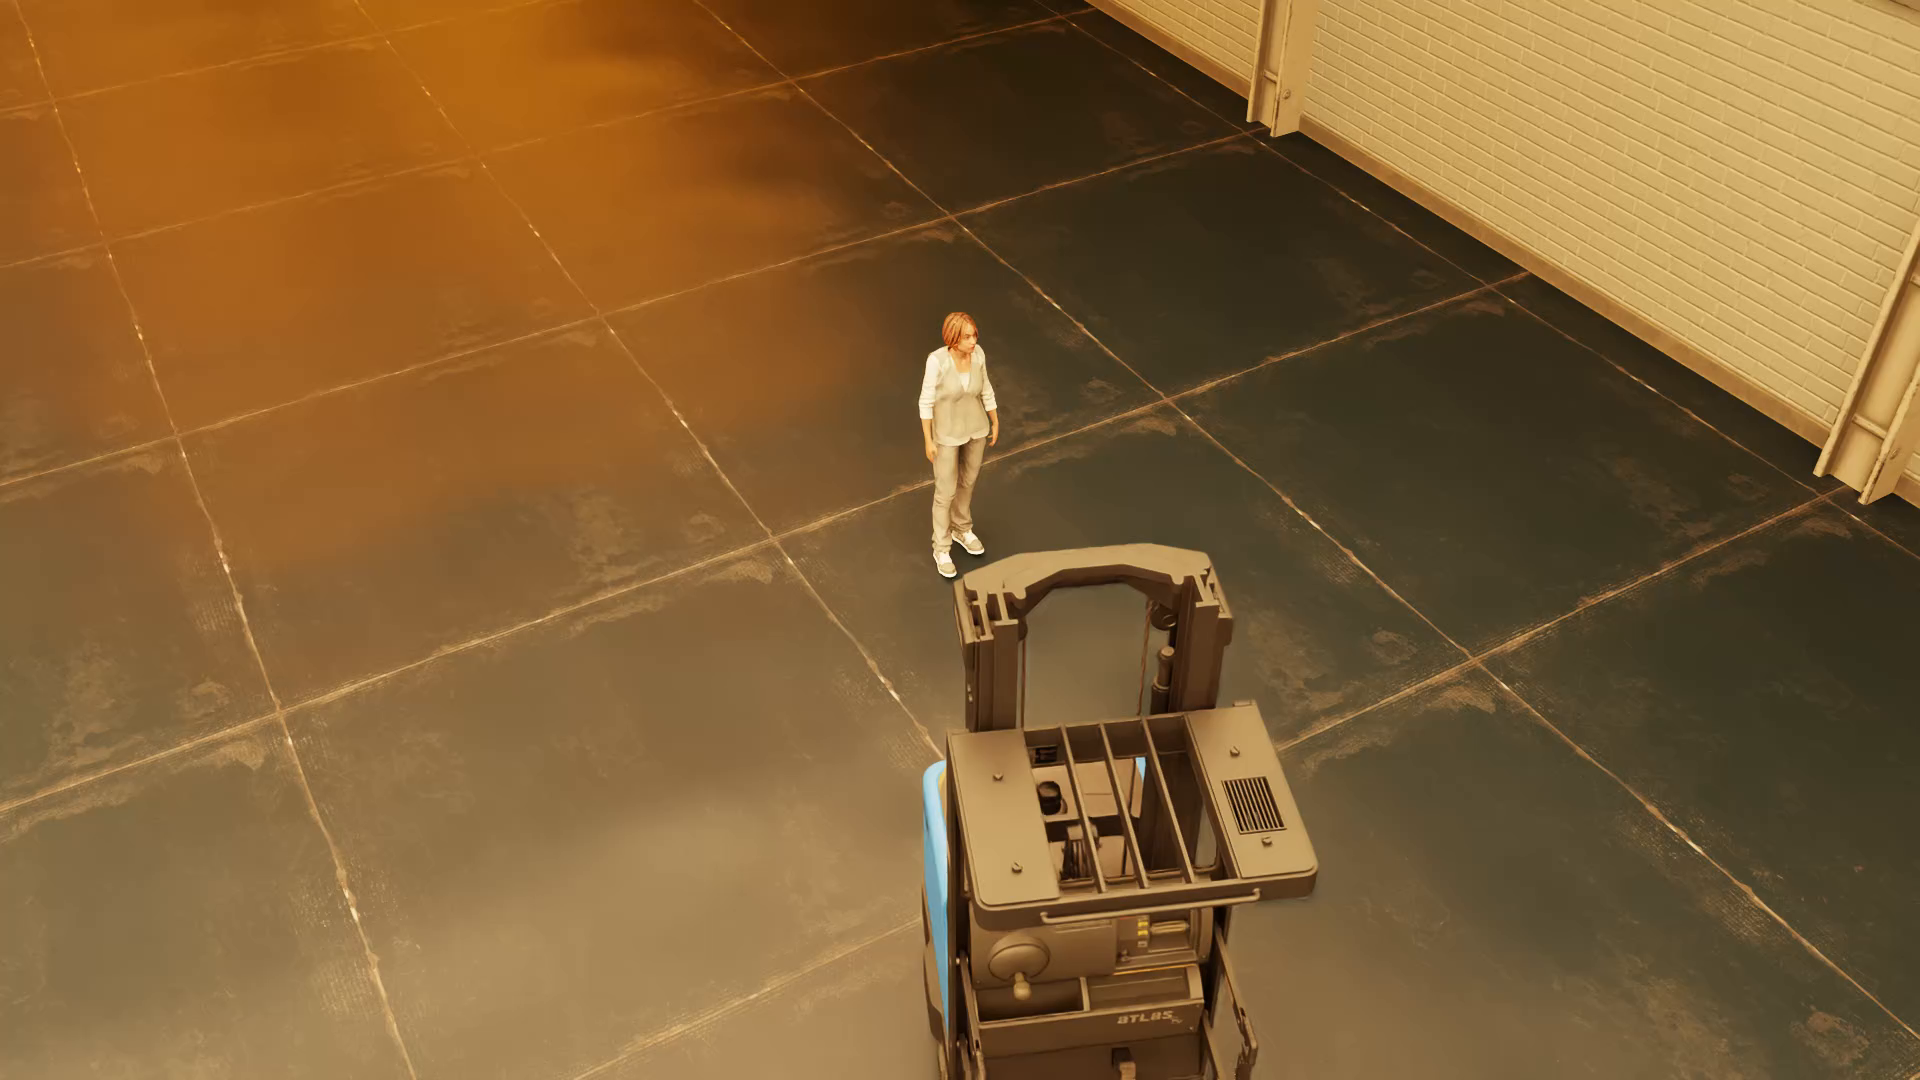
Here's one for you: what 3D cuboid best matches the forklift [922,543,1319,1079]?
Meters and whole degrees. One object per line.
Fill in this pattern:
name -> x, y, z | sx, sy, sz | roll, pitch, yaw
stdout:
forklift -> 0.530, 1.583, 6.127 | 1.130, 2.935, 3.031 | -5, 40, -6

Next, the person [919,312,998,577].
person -> 0.025, -0.573, 9.763 | 0.520, 1.595, 0.473 | -20, 44, -23
